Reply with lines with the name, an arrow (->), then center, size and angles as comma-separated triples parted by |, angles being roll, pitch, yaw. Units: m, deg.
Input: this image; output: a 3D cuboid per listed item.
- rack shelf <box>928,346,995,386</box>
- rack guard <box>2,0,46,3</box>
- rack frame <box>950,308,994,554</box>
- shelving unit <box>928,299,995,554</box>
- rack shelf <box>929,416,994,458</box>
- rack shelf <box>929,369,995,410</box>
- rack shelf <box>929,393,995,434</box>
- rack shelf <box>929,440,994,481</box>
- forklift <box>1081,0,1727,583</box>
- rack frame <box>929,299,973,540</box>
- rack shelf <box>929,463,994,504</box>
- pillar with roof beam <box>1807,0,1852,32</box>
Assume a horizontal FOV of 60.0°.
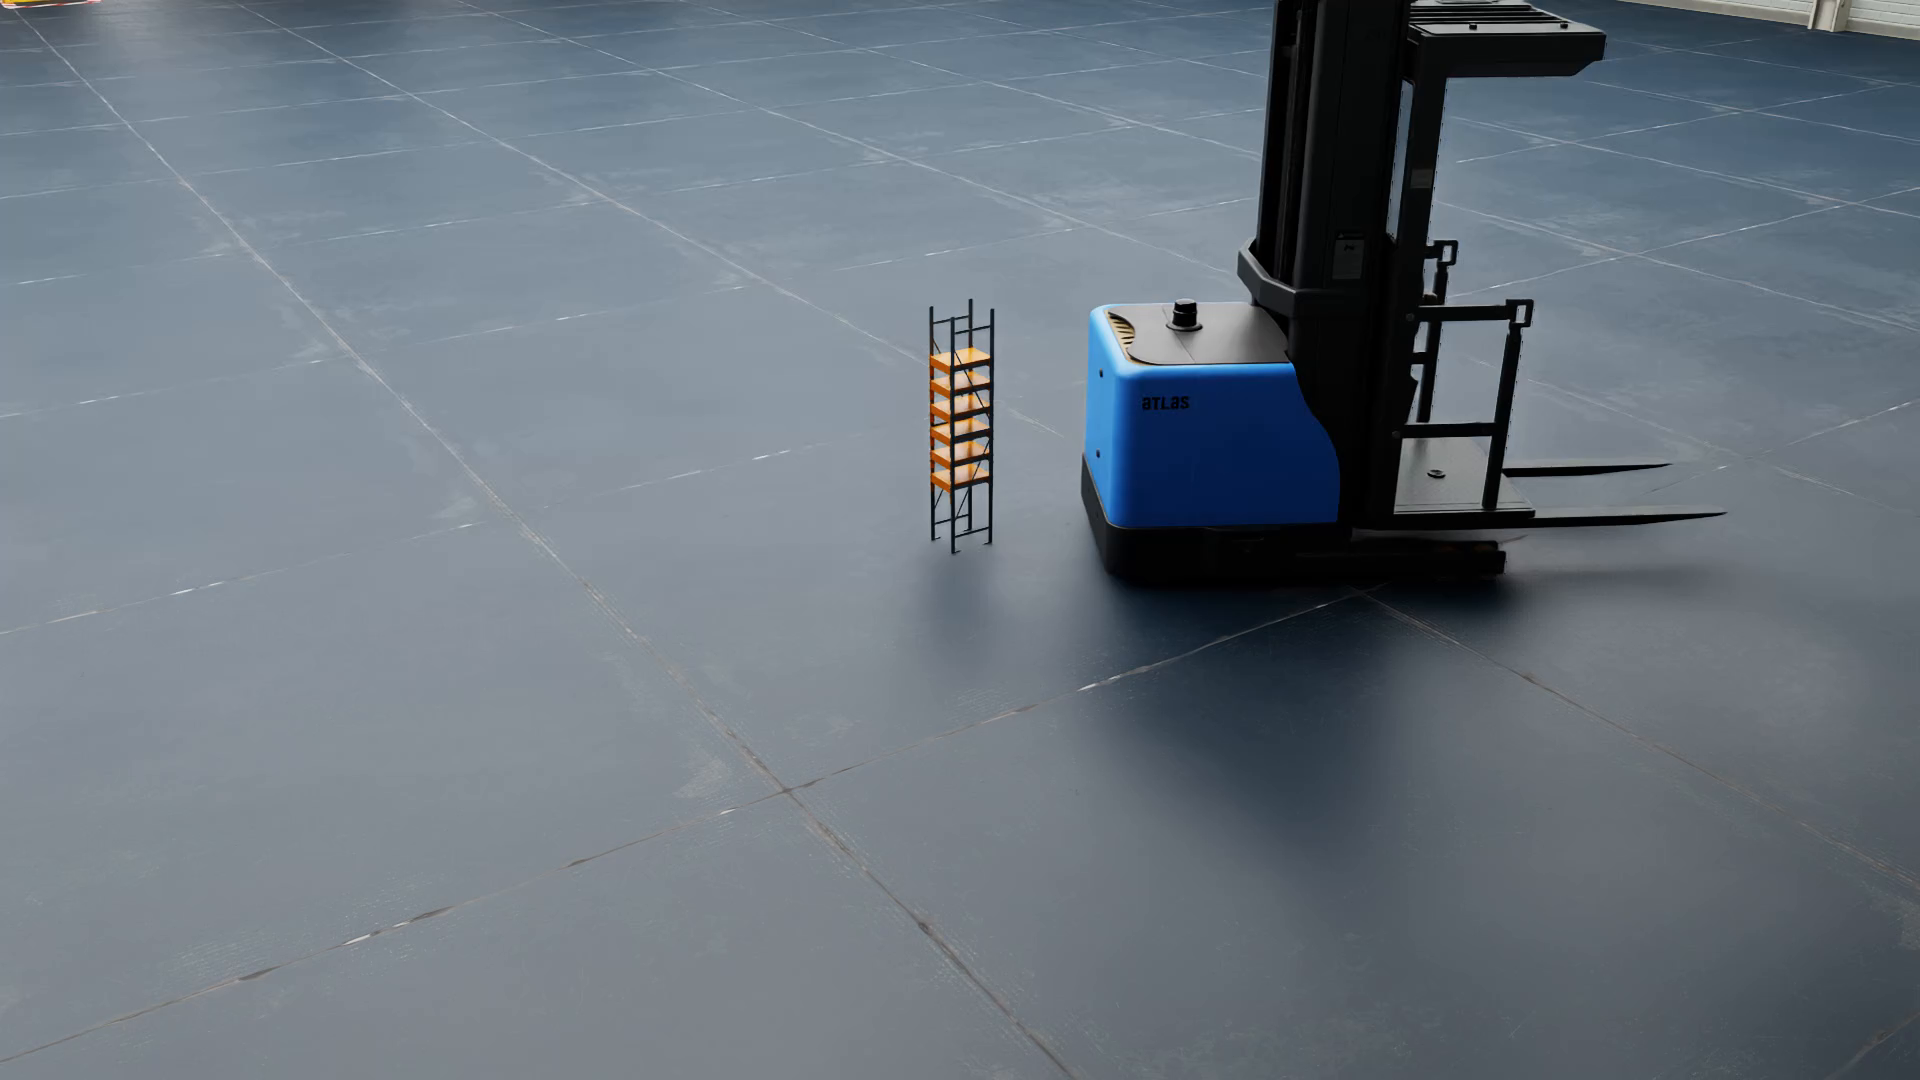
rack shelf -> 0.008, -0.823, 7.848 | 0.258, 0.103, 0.180 | -16, 29, -30
rack guard -> -14.596, -8.844, 26.398 | 1.175, 0.500, 0.348 | -16, 29, -30
rack frame -> 0.058, -0.505, 7.914 | 0.240, 1.200, 0.006 | -16, 29, -30
shelving unit -> 0.008, -0.537, 7.983 | 0.258, 1.200, 0.189 | -16, 29, -30
rack shelf -> 0.008, -0.497, 8.002 | 0.258, 0.103, 0.180 | -16, 29, -30
rack shelf -> 0.008, -0.714, 7.899 | 0.258, 0.103, 0.180 | -16, 29, -30
rack shelf -> 0.008, -0.606, 7.951 | 0.258, 0.103, 0.180 | -16, 29, -30
rack shelf -> 0.008, -0.389, 8.053 | 0.258, 0.103, 0.180 | -16, 29, -30
forklift -> 2.163, -1.356, 7.689 | 3.031, 2.935, 1.130 | -2, 25, -3
rack frame -> -0.042, -0.570, 8.052 | 0.240, 1.200, 0.006 | -16, 29, -30
rack shelf -> 0.008, -0.280, 8.104 | 0.258, 0.103, 0.180 | -16, 29, -30
pillar with roof beam -> 8.689, -10.310, 19.549 | 9.100, 9.000, 0.400 | -16, 29, -30
